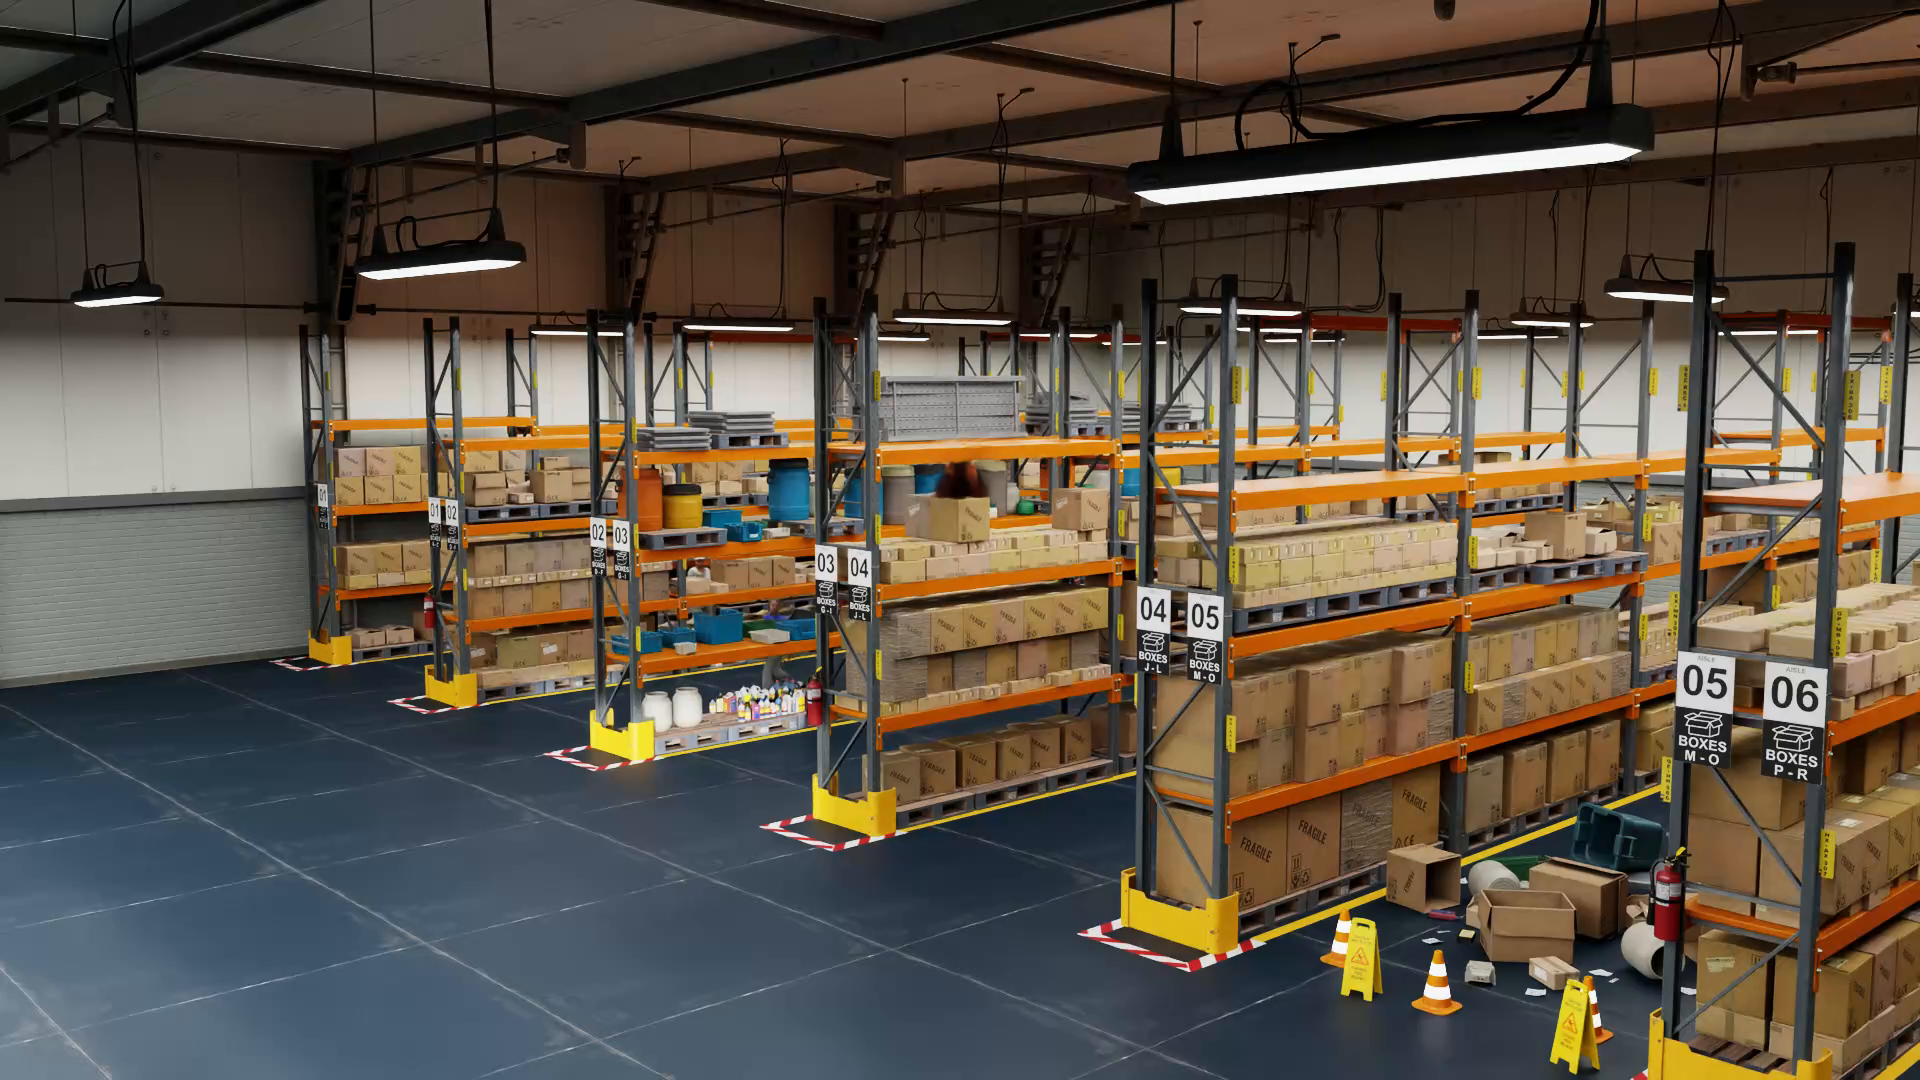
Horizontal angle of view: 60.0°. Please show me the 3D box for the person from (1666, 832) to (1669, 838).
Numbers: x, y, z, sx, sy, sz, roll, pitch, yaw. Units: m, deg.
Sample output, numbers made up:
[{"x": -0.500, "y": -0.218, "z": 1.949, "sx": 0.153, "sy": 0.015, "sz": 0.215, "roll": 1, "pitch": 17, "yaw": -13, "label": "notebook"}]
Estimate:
[{"x": 8.235, "y": 2.448, "z": 18.235, "sx": 0.626, "sy": 1.770, "sz": 0.673, "roll": -4, "pitch": 7, "yaw": -33, "label": "person"}]

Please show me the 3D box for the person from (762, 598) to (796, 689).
[{"x": -2.914, "y": 1.721, "z": 26.188, "sx": 0.928, "sy": 1.609, "sz": 0.405, "roll": -4, "pitch": 7, "yaw": -36, "label": "person"}]

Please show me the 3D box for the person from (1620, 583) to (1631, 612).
[{"x": 11.443, "y": 1.380, "z": 28.571, "sx": 0.479, "sy": 1.783, "sz": 0.614, "roll": 3, "pitch": 7, "yaw": 28, "label": "person"}]

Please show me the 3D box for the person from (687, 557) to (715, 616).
[{"x": -4.836, "y": 1.125, "z": 31.153, "sx": 0.425, "sy": 1.785, "sz": 0.636, "roll": 5, "pitch": 8, "yaw": 41, "label": "person"}]
